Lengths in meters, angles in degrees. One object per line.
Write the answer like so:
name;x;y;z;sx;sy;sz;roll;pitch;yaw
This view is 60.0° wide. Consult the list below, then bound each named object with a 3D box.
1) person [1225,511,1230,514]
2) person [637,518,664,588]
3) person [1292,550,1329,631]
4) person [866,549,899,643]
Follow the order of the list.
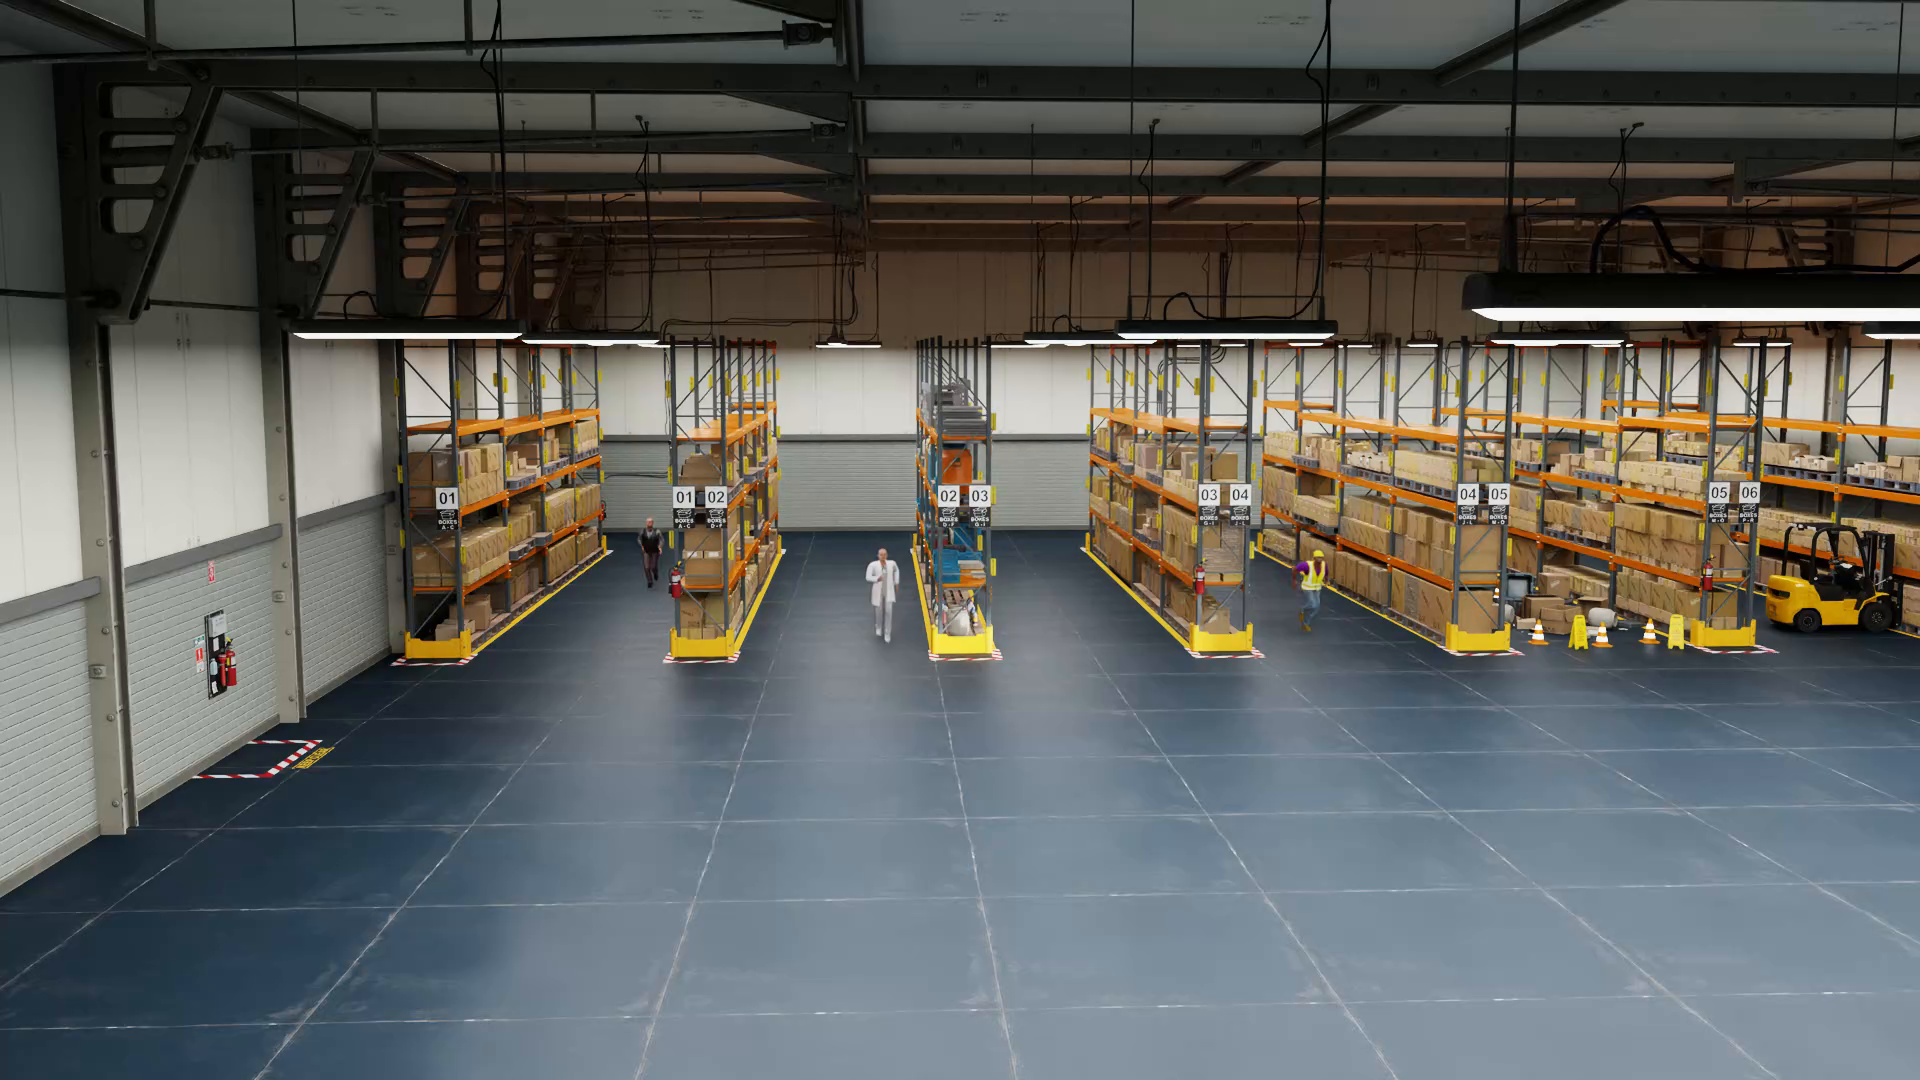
person;7.455;-0.357;46.302;0.617;1.676;0.779;0;6;1
person;-7.528;0.309;40.439;0.661;1.682;0.585;0;6;-3
person;7.225;1.034;34.010;0.685;1.682;0.713;-3;7;-25
person;-1.538;1.081;33.058;0.674;1.841;0.950;-1;7;-6
